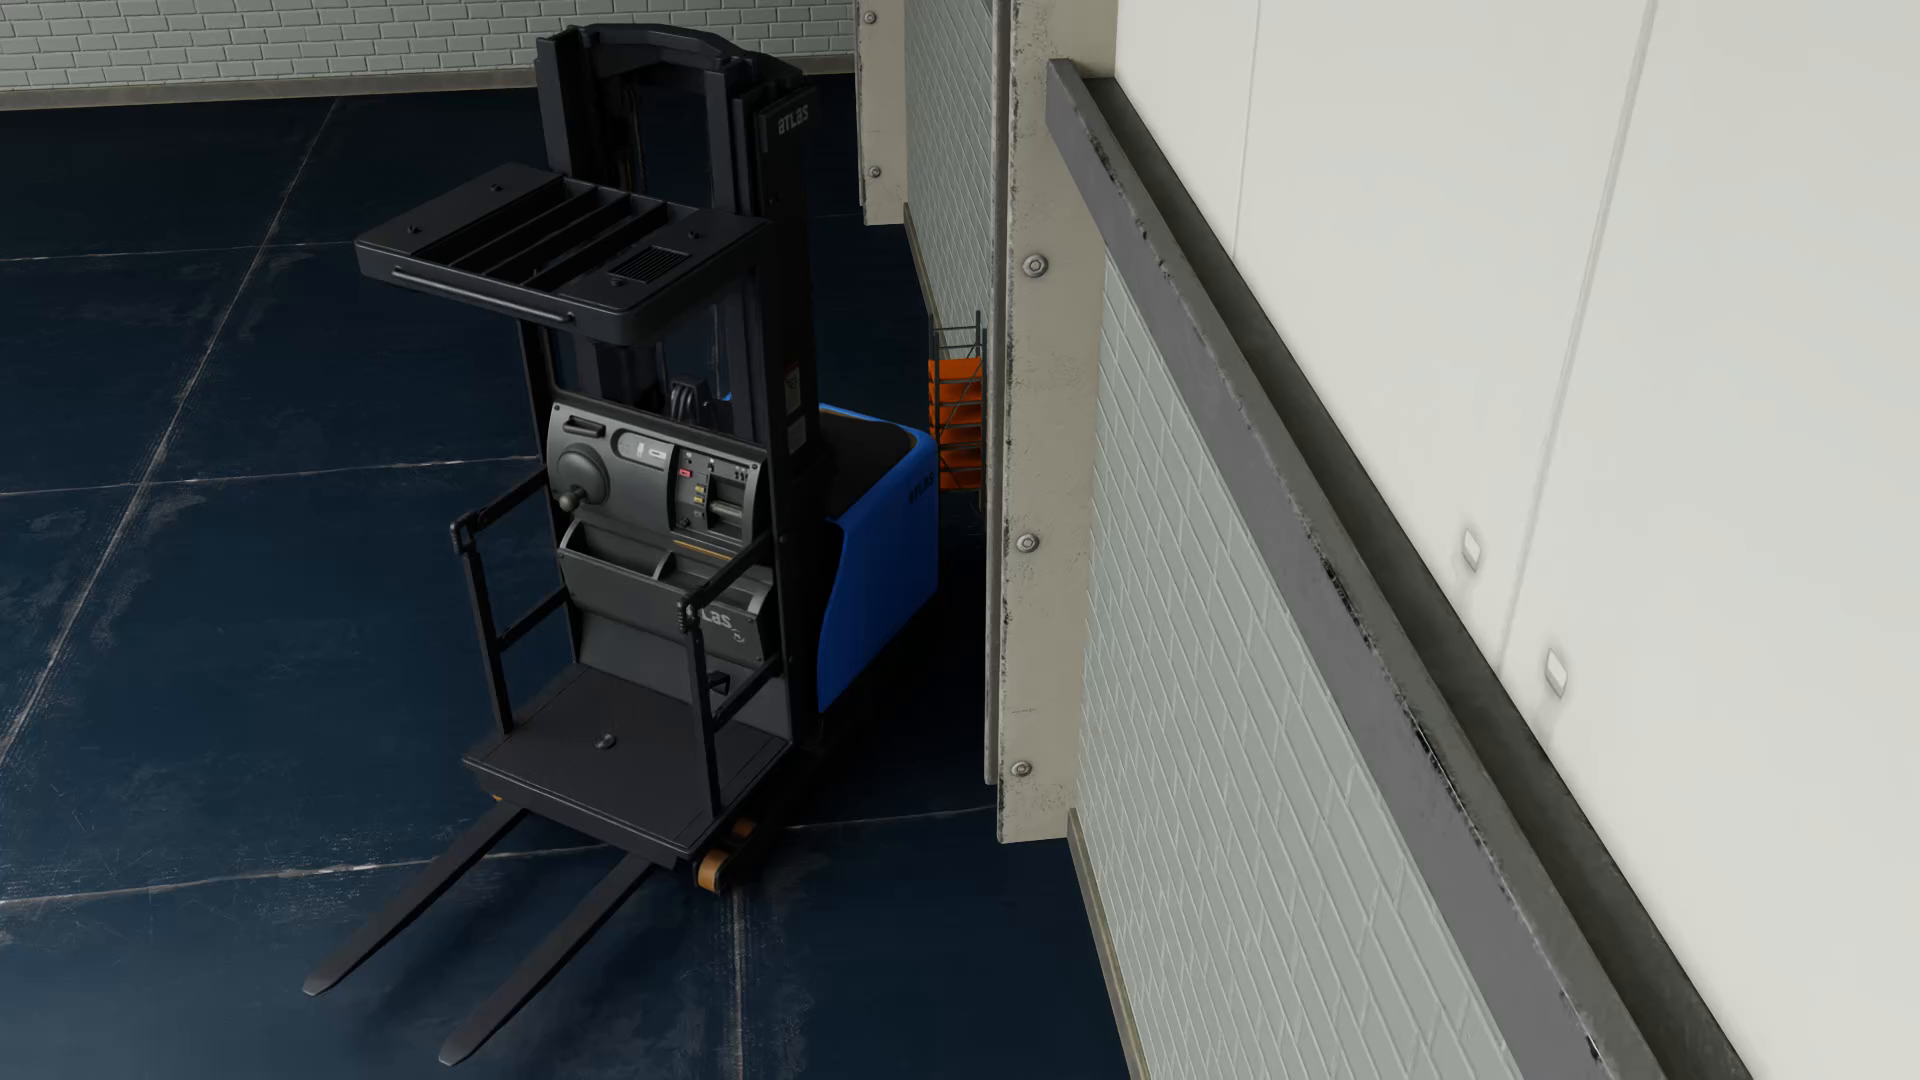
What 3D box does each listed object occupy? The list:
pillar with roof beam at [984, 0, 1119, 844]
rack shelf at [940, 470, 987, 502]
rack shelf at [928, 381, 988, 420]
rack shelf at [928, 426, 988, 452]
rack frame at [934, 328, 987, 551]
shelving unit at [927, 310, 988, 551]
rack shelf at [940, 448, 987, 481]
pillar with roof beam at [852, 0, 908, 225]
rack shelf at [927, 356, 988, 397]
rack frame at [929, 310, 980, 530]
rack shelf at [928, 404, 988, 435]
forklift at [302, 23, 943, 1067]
[{"bbox_3d":[-3.988,-2.327,3.674,9.100,9.000,0.400,-4,35,-6],"label":"pillar with roof beam"},{"bbox_3d":[-0.011,-0.267,8.081,0.258,0.103,0.180,-5,35,-7],"label":"rack shelf"},{"bbox_3d":[-0.011,-0.664,7.811,0.258,0.103,0.180,-5,35,-7],"label":"rack shelf"},{"bbox_3d":[-0.011,-0.465,7.946,0.258,0.103,0.180,-5,35,-7],"label":"rack shelf"},{"bbox_3d":[0.003,-0.451,7.846,0.240,1.200,0.006,-5,35,-7],"label":"rack frame"},{"bbox_3d":[-0.011,-0.502,7.921,0.258,1.200,0.189,-5,35,-7],"label":"shelving unit"},{"bbox_3d":[-0.011,-0.366,8.014,0.258,0.103,0.180,-5,35,-7],"label":"rack shelf"},{"bbox_3d":[-4.795,-5.675,8.587,9.100,9.000,0.400,-4,35,-6],"label":"pillar with roof beam"},{"bbox_3d":[-0.011,-0.763,7.743,0.258,0.103,0.180,-5,35,-7],"label":"rack shelf"},{"bbox_3d":[-0.025,-0.553,7.996,0.240,1.200,0.006,-5,35,-7],"label":"rack frame"},{"bbox_3d":[-0.011,-0.564,7.879,0.258,0.103,0.180,-5,35,-7],"label":"rack shelf"},{"bbox_3d":[-1.219,-0.168,5.894,1.130,2.935,3.031,17,38,23],"label":"forklift"}]
